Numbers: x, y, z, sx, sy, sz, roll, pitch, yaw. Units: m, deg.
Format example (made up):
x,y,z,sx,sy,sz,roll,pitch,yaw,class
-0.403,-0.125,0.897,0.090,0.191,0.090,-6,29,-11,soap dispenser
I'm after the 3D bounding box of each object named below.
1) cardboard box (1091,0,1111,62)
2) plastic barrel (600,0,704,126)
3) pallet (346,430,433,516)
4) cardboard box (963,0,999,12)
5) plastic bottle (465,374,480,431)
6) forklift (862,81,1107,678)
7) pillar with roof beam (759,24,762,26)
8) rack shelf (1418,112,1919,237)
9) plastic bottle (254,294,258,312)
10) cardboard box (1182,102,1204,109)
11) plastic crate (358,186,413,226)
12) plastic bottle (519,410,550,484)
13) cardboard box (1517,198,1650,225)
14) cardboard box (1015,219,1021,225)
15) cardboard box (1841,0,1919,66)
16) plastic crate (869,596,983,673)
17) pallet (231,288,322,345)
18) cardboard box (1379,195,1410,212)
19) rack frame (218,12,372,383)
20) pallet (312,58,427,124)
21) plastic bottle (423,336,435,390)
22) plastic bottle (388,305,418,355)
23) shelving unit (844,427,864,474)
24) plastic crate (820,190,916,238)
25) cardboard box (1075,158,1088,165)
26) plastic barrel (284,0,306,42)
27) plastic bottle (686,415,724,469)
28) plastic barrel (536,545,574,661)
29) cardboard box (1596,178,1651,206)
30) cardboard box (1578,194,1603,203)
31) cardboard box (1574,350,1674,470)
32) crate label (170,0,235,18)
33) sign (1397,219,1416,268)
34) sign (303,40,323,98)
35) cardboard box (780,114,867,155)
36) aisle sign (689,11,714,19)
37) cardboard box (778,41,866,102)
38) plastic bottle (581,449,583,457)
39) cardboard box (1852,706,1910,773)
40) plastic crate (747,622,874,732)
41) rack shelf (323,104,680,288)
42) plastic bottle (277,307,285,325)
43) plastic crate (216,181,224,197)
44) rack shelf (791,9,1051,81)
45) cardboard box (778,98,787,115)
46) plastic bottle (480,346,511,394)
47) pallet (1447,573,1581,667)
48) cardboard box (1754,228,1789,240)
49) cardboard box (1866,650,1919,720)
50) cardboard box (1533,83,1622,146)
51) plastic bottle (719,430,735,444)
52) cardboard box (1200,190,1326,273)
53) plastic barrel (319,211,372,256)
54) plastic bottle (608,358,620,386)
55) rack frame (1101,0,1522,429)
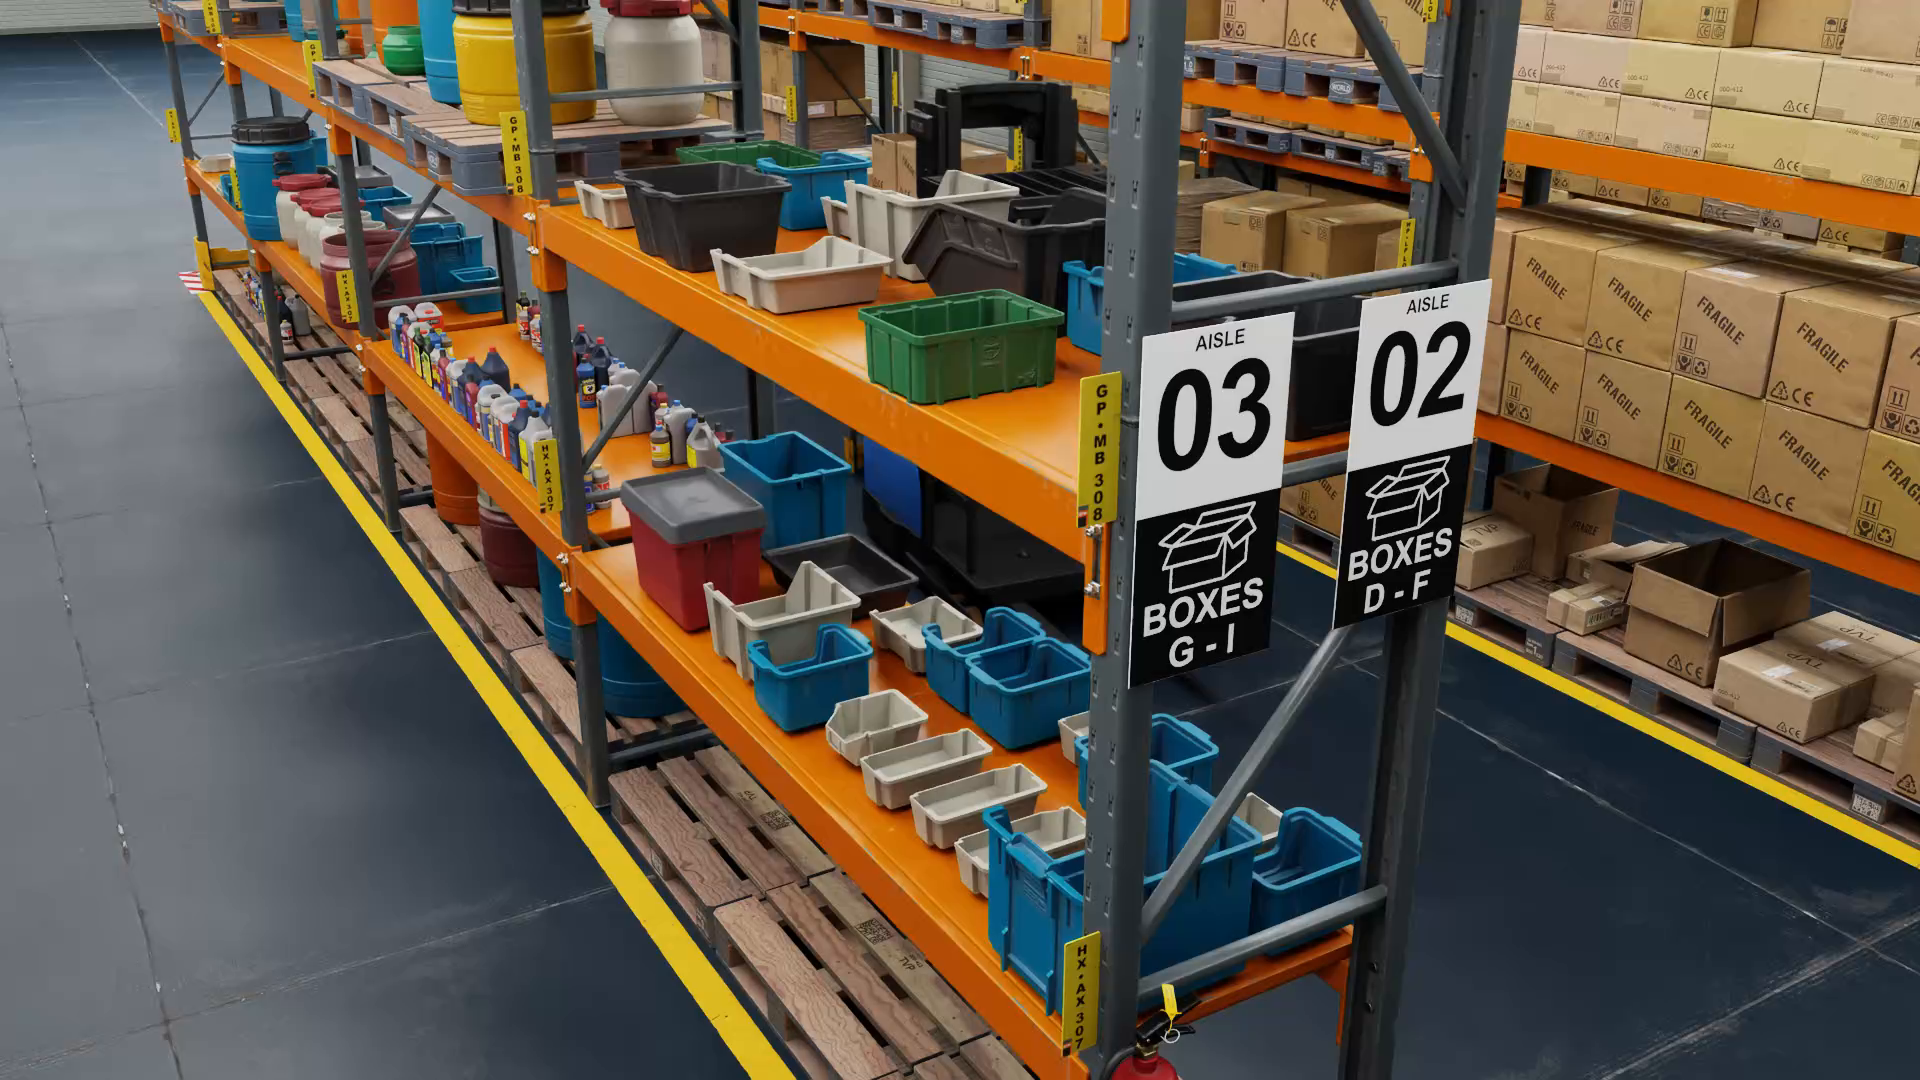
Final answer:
x,y,z,sx,sy,sz,roll,pitch,yaw,class
1.438,-3.632,11.646,0.910,0.500,0.500,-13,25,-28,cardboard box
-1.345,-2.115,7.309,0.433,0.535,0.433,0,22,0,plastic barrel
-3.697,-0.510,11.787,1.003,0.211,1.213,-13,25,-28,pallet
0.362,-4.312,13.095,0.500,0.250,0.500,-12,25,-27,cardboard box
-2.559,-0.727,8.771,0.061,0.283,0.133,-13,25,-28,plastic bottle
0.411,-1.001,9.381,1.130,2.935,3.031,-9,24,-22,forklift
-7.634,-11.815,27.928,9.100,9.000,0.400,-13,25,-28,pillar with roof beam
3.990,-1.610,7.760,1.077,0.370,4.000,-13,25,-28,rack shelf
-6.486,-2.219,15.419,0.097,0.201,0.097,0,22,0,plastic bottle
2.632,-5.125,18.614,0.500,0.500,0.500,-13,25,-28,cardboard box
-4.547,-2.534,13.084,0.392,0.384,0.575,-13,25,-28,plastic crate
-2.042,-0.461,8.027,0.144,0.351,0.185,-13,25,-28,plastic bottle
3.450,-1.596,9.294,0.500,0.500,0.500,-12,25,-28,cardboard box
0.777,-2.580,13.295,0.500,0.311,0.500,-11,25,-25,cardboard box
4.206,-2.287,7.011,0.700,0.500,0.500,-13,25,-28,cardboard box
-0.143,0.351,6.234,0.293,0.136,0.466,-13,25,-28,plastic crate
-6.312,-2.168,15.864,1.003,0.211,1.213,-13,25,-28,pallet
4.532,-3.262,16.594,0.500,0.250,0.500,-12,25,-27,cardboard box
-5.378,-2.839,13.812,1.000,3.000,0.127,-13,25,-28,rack frame
-3.028,-2.580,9.442,1.003,0.211,1.213,-13,25,-28,pallet
-3.008,-1.011,9.470,0.061,0.283,0.133,-13,25,-28,plastic bottle
-3.392,-1.284,10.152,0.152,0.276,0.135,-13,25,-28,plastic bottle
-0.353,-1.057,11.421,0.587,1.500,1.083,-9,24,-22,shelving unit
-0.315,-1.178,6.093,0.293,0.136,0.466,-13,25,-28,plastic crate
1.372,-4.756,21.516,0.500,0.311,0.500,-16,27,-34,cardboard box
-4.932,-4.338,12.850,0.600,0.901,0.708,-13,25,-28,plastic barrel
-1.213,-0.416,7.916,0.144,0.351,0.185,-13,25,-28,plastic bottle
-1.916,0.120,8.762,0.600,0.901,0.708,-13,25,-28,plastic barrel
5.723,-3.104,13.911,0.500,0.500,0.500,-13,25,-28,cardboard box
5.570,-2.948,14.388,0.380,0.149,0.250,-13,25,-29,cardboard box
3.513,-0.702,8.422,0.500,0.500,0.500,-13,25,-29,cardboard box
-6.749,-4.785,14.814,0.502,0.251,0.408,-13,25,-28,crate label
2.494,-1.629,9.298,0.100,0.325,0.005,-13,25,-28,sign
-3.804,-2.777,9.815,0.100,0.325,0.005,-13,25,-28,sign
-1.350,-3.979,16.485,0.700,0.500,0.500,-13,26,-30,cardboard box
-2.942,-6.367,19.040,0.394,0.787,0.004,-13,25,-28,aisle sign
-1.350,-4.580,16.240,0.700,0.500,0.500,-12,25,-28,cardboard box
-1.860,-0.371,8.004,0.097,0.201,0.097,0,22,0,plastic bottle
4.393,0.926,7.728,0.380,0.166,0.250,-13,25,-28,cardboard box
-0.518,0.480,5.789,0.416,0.233,0.300,-13,25,-28,plastic crate
-2.313,-1.953,8.604,1.077,0.370,4.000,-13,25,-28,rack shelf
-5.907,-1.876,14.468,0.061,0.283,0.133,-11,25,-26,plastic bottle
-6.425,-3.194,15.035,0.530,0.136,0.437,-13,25,-28,plastic crate
-0.096,-4.199,14.131,1.077,0.370,4.000,-13,25,-28,rack shelf
-1.565,-4.264,16.325,0.380,0.149,0.250,-13,26,-29,cardboard box
-2.543,-0.890,9.084,0.144,0.351,0.185,-13,25,-28,plastic bottle
3.319,0.314,9.759,1.003,0.211,1.213,-13,25,-28,pallet
6.381,-2.346,12.908,0.380,0.149,0.250,-13,25,-28,cardboard box
4.723,0.772,7.996,0.500,0.250,0.500,-13,25,-28,cardboard box
3.256,-2.153,8.341,0.500,0.250,0.500,-13,25,-28,cardboard box
-1.112,-0.396,7.957,0.061,0.283,0.133,-13,25,-28,plastic bottle
2.013,-2.002,11.062,0.500,0.500,0.700,20,30,41,cardboard box
-4.259,-2.024,11.659,0.421,0.512,0.421,0,22,0,plastic barrel
-1.877,-0.862,9.119,0.097,0.271,0.097,0,22,0,plastic bottle
0.752,-1.733,3.125,1.000,3.000,0.127,-13,25,-28,rack frame
